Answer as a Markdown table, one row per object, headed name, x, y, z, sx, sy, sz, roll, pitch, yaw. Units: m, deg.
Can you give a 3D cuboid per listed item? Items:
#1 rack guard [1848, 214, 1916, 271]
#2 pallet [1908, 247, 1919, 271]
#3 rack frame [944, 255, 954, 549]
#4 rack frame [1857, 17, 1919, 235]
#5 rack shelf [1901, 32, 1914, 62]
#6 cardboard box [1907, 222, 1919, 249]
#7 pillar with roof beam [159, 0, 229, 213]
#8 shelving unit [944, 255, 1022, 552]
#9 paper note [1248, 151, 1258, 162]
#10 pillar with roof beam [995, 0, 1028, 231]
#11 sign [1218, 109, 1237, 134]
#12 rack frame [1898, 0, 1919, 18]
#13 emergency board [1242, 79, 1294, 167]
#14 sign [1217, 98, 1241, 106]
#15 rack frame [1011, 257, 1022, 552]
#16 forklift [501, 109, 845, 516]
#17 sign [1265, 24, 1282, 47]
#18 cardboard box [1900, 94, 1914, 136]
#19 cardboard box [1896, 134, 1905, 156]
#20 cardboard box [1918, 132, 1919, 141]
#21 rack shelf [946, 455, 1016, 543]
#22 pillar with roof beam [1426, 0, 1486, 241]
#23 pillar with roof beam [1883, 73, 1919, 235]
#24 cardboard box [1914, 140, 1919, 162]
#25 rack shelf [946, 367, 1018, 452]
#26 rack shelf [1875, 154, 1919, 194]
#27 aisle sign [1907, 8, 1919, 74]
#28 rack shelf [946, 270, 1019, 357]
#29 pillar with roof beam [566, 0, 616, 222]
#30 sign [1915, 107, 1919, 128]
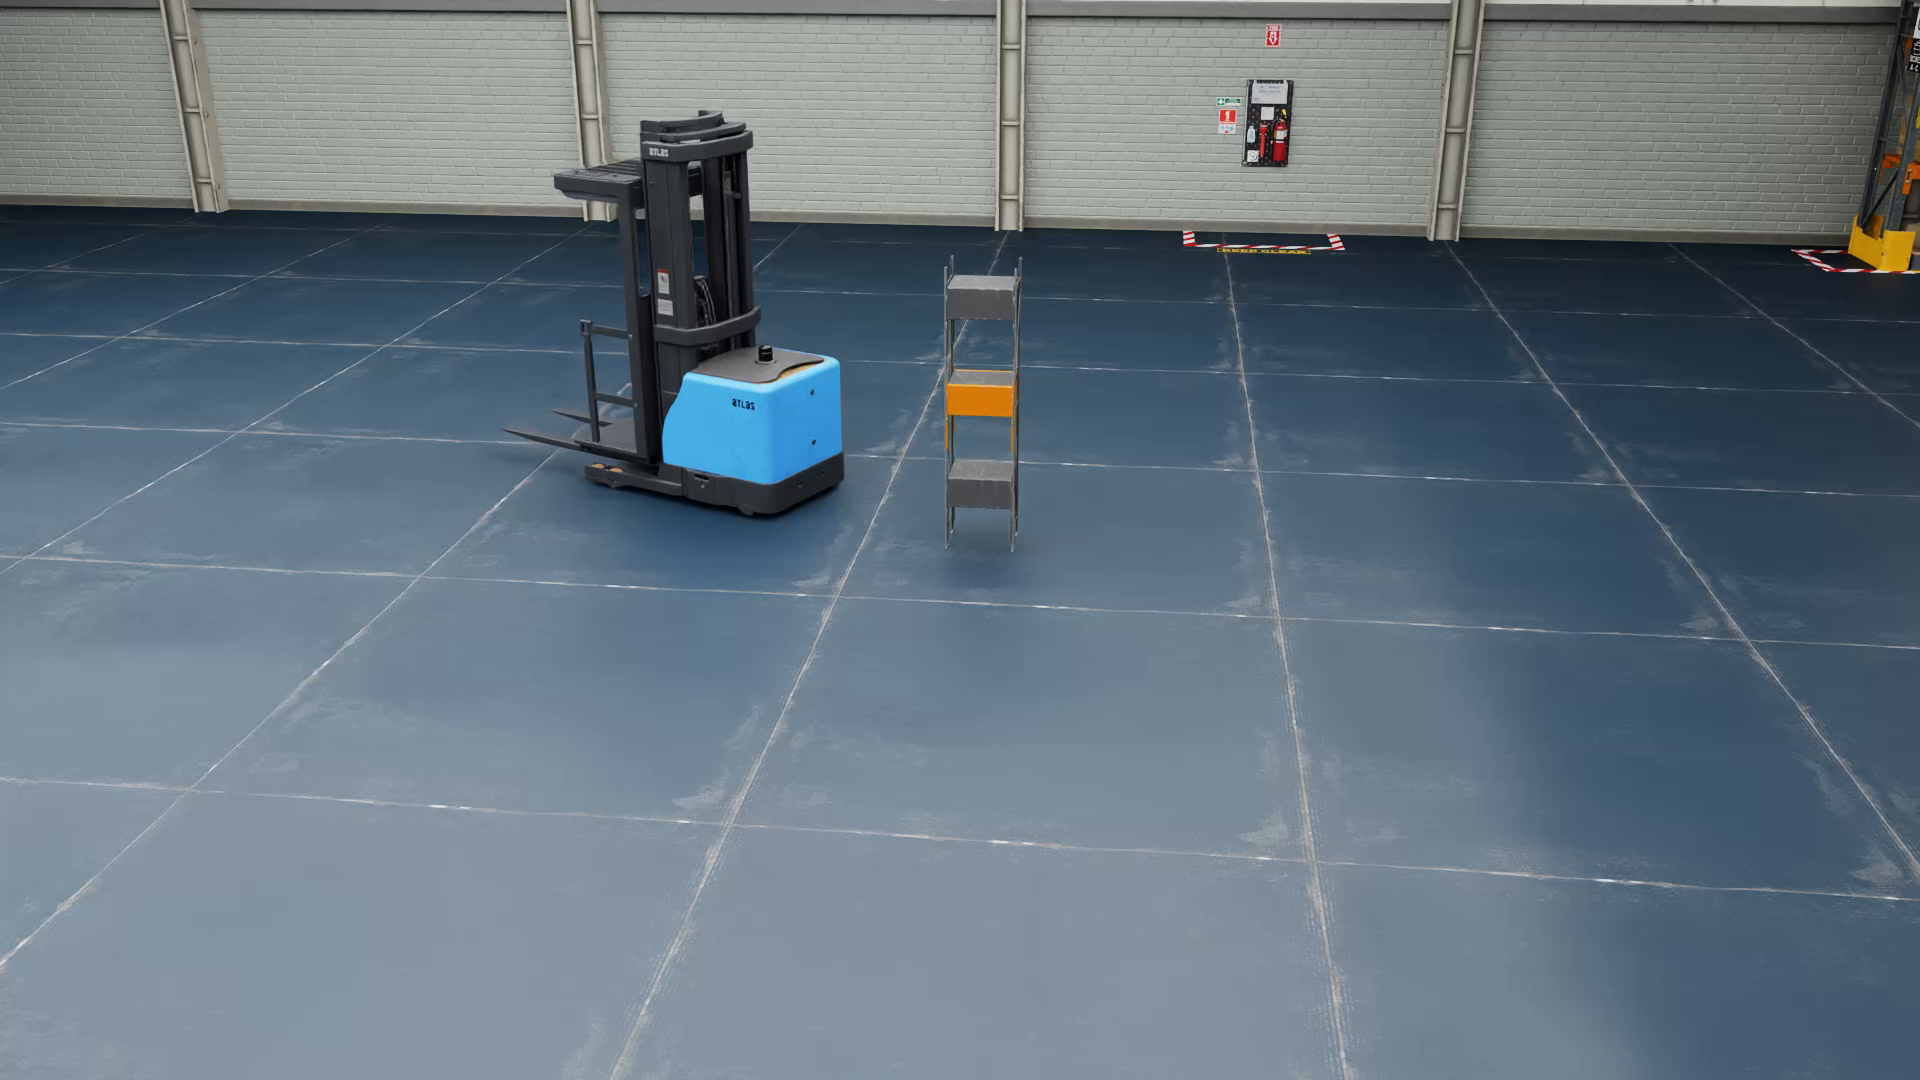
| name | x | y | z | sx | sy | sz | roll | pitch | yaw |
| --- | --- | --- | --- | --- | --- | --- | --- | --- | --- |
| rack guard | 11.902 | -3.848 | 21.492 | 0.348 | 0.500 | 1.175 | 2 | 22 | 6 |
| pallet | 12.705 | -3.665 | 21.423 | 1.213 | 0.211 | 1.003 | 2 | 22 | 6 |
| rack frame | -0.078 | -0.980 | 12.062 | 0.015 | 2.100 | 0.400 | 2 | 22 | 6 |
| rack frame | 11.827 | -5.013 | 21.041 | 0.127 | 3.000 | 1.000 | 2 | 22 | 6 |
| rack shelf | 13.813 | -5.987 | 20.403 | 4.000 | 0.370 | 1.077 | 2 | 22 | 6 |
| cardboard box | 12.503 | -3.905 | 21.295 | 0.500 | 0.311 | 0.500 | 0 | 22 | 0 |
| pillar with roof beam | -11.716 | -7.555 | 19.311 | 0.400 | 9.000 | 9.100 | 2 | 22 | 6 |
| shelving unit | 0.164 | -0.969 | 12.036 | 0.503 | 2.100 | 0.431 | 2 | 22 | 6 |
| paper note | 4.048 | -5.302 | 22.970 | 0.142 | 0.148 | 0.016 | 2 | 22 | 6 |
| pillar with roof beam | 0.200 | -7.036 | 17.998 | 0.400 | 9.000 | 9.100 | 2 | 22 | 6 |
| sign | 3.679 | -5.757 | 22.874 | 0.234 | 0.329 | 0.001 | 2 | 22 | 6 |
| rack frame | 11.827 | -7.803 | 19.938 | 0.127 | 3.000 | 1.000 | 2 | 22 | 6 |
| emergency board | 4.216 | -5.679 | 22.725 | 0.643 | 1.169 | 0.194 | 2 | 22 | 6 |
| sign | 3.682 | -6.000 | 22.768 | 0.331 | 0.109 | 0.001 | 2 | 22 | 6 |
| rack frame | 0.407 | -0.959 | 12.009 | 0.015 | 2.100 | 0.400 | 2 | 22 | 6 |
| forklift | -2.468 | -1.933 | 13.342 | 3.031 | 2.935 | 1.130 | 12 | 25 | 29 |
| sign | 4.219 | -6.794 | 22.392 | 0.199 | 0.298 | 0.001 | 2 | 22 | 6 |
| cardboard box | 12.320 | -5.359 | 21.071 | 0.500 | 0.500 | 0.500 | 2 | 22 | 6 |
| cardboard box | 12.314 | -5.003 | 21.192 | 0.500 | 0.250 | 0.500 | 3 | 22 | 7 |
| cardboard box | 12.265 | -5.171 | 20.597 | 0.500 | 0.500 | 0.500 | 3 | 22 | 6 |
| rack shelf | 0.164 | -0.306 | 12.298 | 0.480 | 0.518 | 0.431 | 2 | 22 | 6 |
| pillar with roof beam | 6.159 | -6.777 | 17.341 | 0.400 | 9.000 | 9.100 | 2 | 22 | 6 |
| pillar with roof beam | 12.117 | -6.517 | 16.684 | 0.400 | 9.000 | 9.100 | 2 | 22 | 6 |
| cardboard box | 12.274 | -4.816 | 20.718 | 0.500 | 0.250 | 0.500 | 2 | 22 | 5 |
| rack shelf | 0.164 | -0.957 | 12.041 | 0.480 | 0.518 | 0.431 | 2 | 22 | 6 |
| rack shelf | 13.813 | -4.592 | 20.954 | 4.000 | 0.370 | 1.077 | 2 | 22 | 6 |
| aisle sign | 11.720 | -6.116 | 20.294 | 0.004 | 0.787 | 0.394 | 2 | 22 | 6 |
| rack shelf | 0.164 | -1.608 | 11.783 | 0.480 | 0.518 | 0.431 | 2 | 22 | 6 |
| pillar with roof beam | -5.758 | -7.296 | 18.654 | 0.400 | 9.000 | 9.100 | 2 | 22 | 6 |
| sign | 11.763 | -5.218 | 20.380 | 0.005 | 0.325 | 0.100 | 2 | 22 | 6 |
